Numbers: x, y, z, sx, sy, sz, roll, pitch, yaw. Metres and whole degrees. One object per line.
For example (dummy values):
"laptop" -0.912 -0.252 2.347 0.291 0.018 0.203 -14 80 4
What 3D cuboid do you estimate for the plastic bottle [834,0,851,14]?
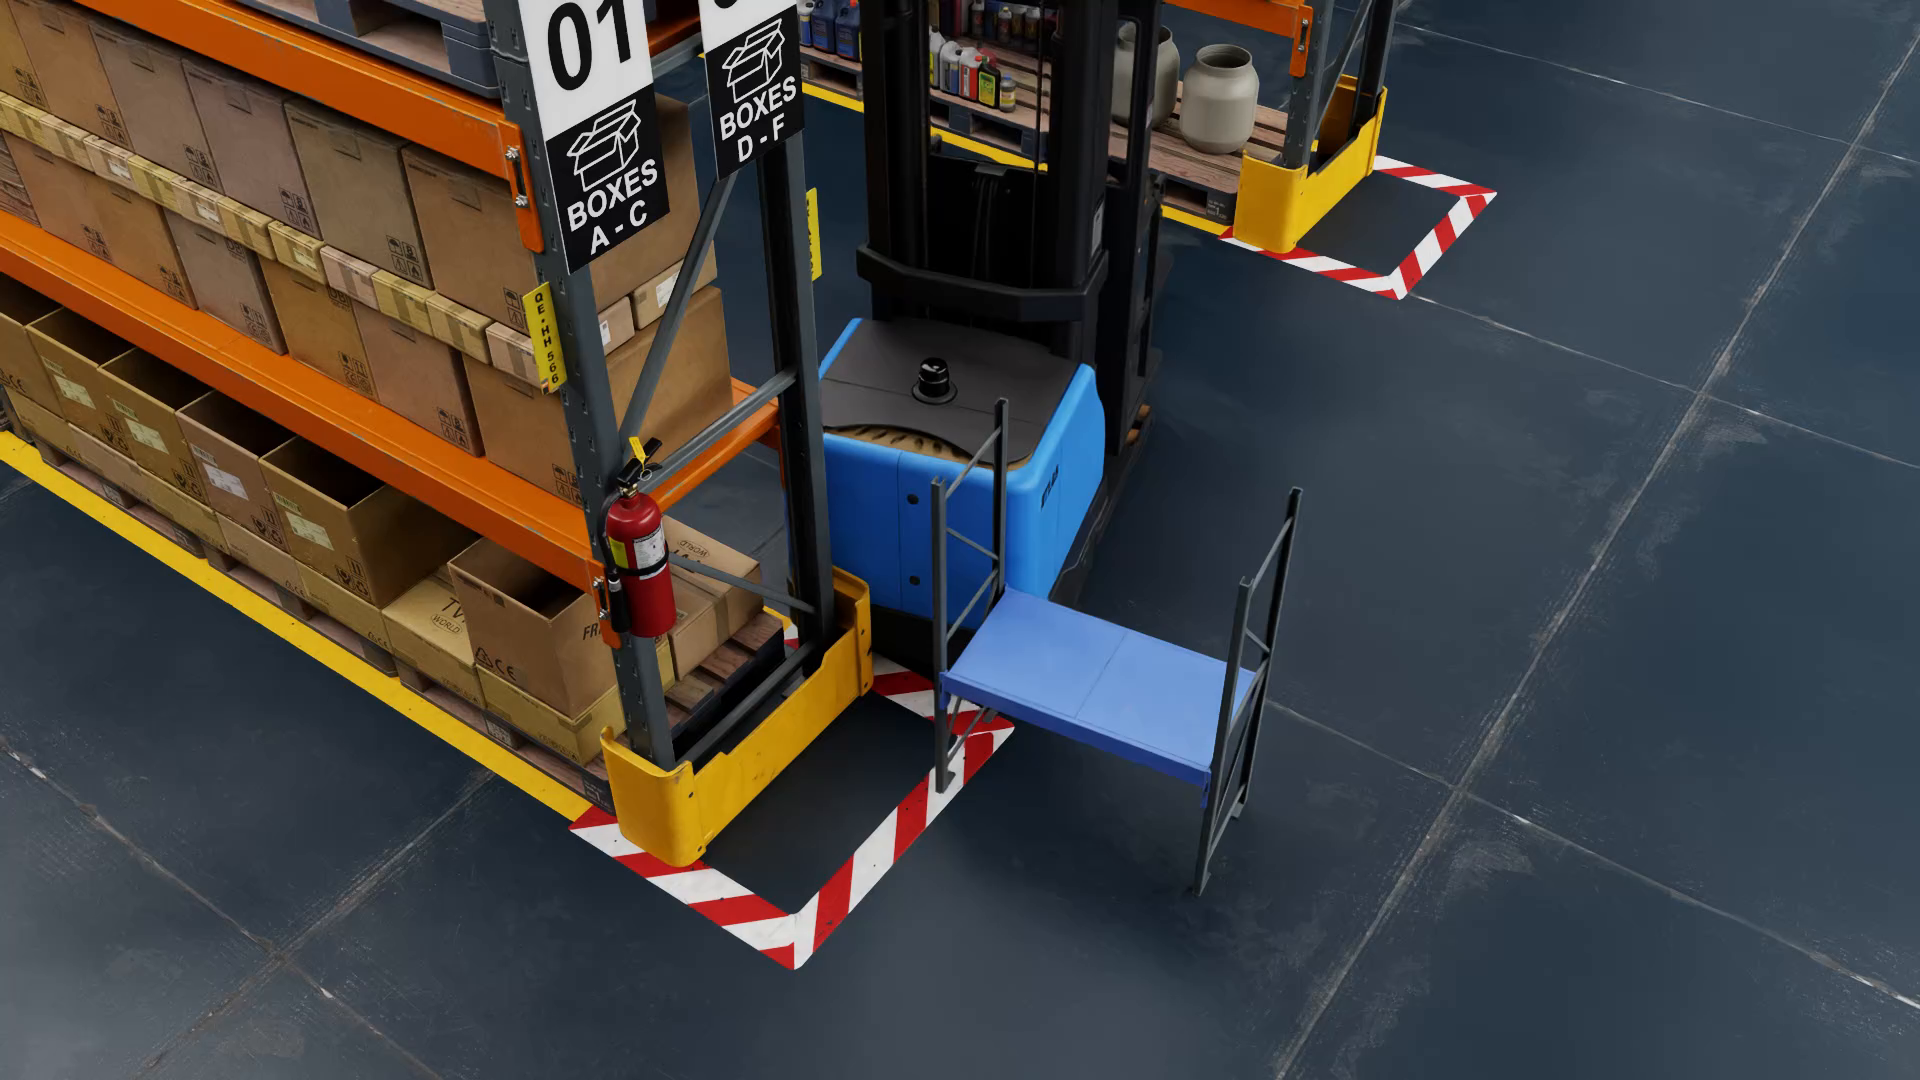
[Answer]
"plastic bottle" -0.736 -3.278 10.320 0.185 0.351 0.144 25 48 25

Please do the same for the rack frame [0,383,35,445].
"rack frame" -4.088 -1.855 7.074 0.127 3.000 1.000 25 48 25

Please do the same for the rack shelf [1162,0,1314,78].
"rack shelf" 0.396 -3.524 9.478 4.000 0.370 1.077 25 48 25

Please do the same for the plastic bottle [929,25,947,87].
"plastic bottle" -0.164 -2.893 9.890 0.185 0.351 0.144 27 48 27

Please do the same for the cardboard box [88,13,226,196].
"cardboard box" -2.489 -1.633 5.778 0.500 0.500 0.700 25 48 25

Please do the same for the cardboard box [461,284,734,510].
"cardboard box" -1.188 -0.547 5.536 0.500 0.500 0.700 25 48 25

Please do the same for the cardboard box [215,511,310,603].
"cardboard box" -2.657 -0.067 6.823 0.500 0.250 0.500 25 48 25

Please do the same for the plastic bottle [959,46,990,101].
"plastic bottle" 0.088 -2.751 9.787 0.135 0.276 0.152 25 48 26

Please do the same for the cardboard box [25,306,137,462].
"cardboard box" -3.475 -0.731 7.002 0.500 0.500 0.500 25 48 25

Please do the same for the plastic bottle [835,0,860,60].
"plastic bottle" -0.664 -3.127 10.152 0.185 0.351 0.144 23 47 24

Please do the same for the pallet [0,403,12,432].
"pallet" -4.714 -1.077 8.295 1.213 0.211 1.003 25 48 25

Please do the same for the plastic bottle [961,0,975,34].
"plastic bottle" 0.004 -3.356 10.464 0.135 0.276 0.152 26 48 26

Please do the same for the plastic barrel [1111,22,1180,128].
"plastic barrel" 1.041 -2.658 9.522 0.421 0.512 0.421 0 42 0

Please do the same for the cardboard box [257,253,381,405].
"cardboard box" -2.024 -0.938 5.974 0.500 0.500 0.700 25 48 26

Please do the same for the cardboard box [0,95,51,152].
"cardboard box" -3.346 -1.632 6.263 0.250 0.149 0.380 25 47 25

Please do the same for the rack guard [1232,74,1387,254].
"rack guard" 1.944 -2.098 9.220 0.348 0.500 1.175 25 48 25

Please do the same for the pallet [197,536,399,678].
"pallet" -2.458 -0.022 7.116 1.213 0.211 1.003 25 48 25

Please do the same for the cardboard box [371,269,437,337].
"cardboard box" -1.660 -0.842 5.380 0.250 0.149 0.380 24 47 25

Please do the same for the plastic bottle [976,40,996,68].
"plastic bottle" 0.148 -2.812 9.850 0.133 0.283 0.061 25 48 25

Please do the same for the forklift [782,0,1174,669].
"forklift" 0.277 -1.526 6.757 1.130 2.935 3.031 13 44 14

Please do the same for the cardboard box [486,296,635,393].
"cardboard box" -1.236 -0.645 5.160 0.250 0.149 0.380 24 47 25

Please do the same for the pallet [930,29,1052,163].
"pallet" 0.288 -2.772 10.190 1.213 0.211 1.003 25 48 25

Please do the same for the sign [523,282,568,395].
"sign" -1.136 -0.552 4.572 0.005 0.325 0.100 25 48 25

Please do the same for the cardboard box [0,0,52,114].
"cardboard box" -3.307 -2.017 6.206 0.500 0.500 0.700 25 47 25

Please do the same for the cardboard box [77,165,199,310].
"cardboard box" -2.877 -1.333 6.416 0.500 0.500 0.700 26 48 26

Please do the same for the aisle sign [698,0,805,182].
"aisle sign" -0.584 -1.434 4.654 0.004 0.787 0.394 25 48 25

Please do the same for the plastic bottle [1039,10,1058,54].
"plastic bottle" 0.553 -3.139 10.216 0.133 0.283 0.061 26 48 26

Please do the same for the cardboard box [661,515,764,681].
"cardboard box" -1.125 0.218 6.504 0.500 0.250 0.500 25 48 25

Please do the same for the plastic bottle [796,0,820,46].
"plastic bottle" -0.952 -3.237 10.330 0.135 0.276 0.152 27 48 27

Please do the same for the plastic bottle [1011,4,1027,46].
"plastic bottle" 0.366 -3.207 10.301 0.097 0.271 0.097 0 42 0

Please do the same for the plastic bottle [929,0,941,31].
"plastic bottle" -0.165 -3.357 10.460 0.133 0.283 0.061 25 48 25

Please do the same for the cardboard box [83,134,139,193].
"cardboard box" -2.922 -1.434 6.042 0.250 0.149 0.380 24 47 24

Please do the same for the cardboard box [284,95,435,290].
"cardboard box" -1.665 -1.249 5.348 0.500 0.500 0.700 24 47 24

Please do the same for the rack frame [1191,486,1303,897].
"rack frame" 0.941 0.544 5.518 0.032 1.500 0.500 19 45 20

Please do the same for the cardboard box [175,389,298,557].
"cardboard box" -2.659 -0.345 6.571 0.500 0.500 0.500 25 48 25

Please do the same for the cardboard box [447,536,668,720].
"cardboard box" -1.423 0.222 5.937 0.500 0.500 0.500 25 48 25

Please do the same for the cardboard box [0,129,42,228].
"cardboard box" -3.722 -1.726 6.854 0.500 0.500 0.700 24 47 24

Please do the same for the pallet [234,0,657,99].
"pallet" -1.378 -1.693 4.710 1.213 0.211 1.003 25 48 25

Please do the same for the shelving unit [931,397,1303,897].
"shelving unit" 0.488 0.390 5.689 1.048 1.500 0.538 19 45 20

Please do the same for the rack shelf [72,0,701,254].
"rack shelf" -2.451 -1.939 5.458 4.000 0.370 1.077 25 48 25

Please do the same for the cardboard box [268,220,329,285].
"cardboard box" -2.080 -1.040 5.601 0.250 0.149 0.380 27 48 27

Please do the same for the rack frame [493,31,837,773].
"rack frame" -0.814 -0.324 5.362 0.127 3.000 1.000 25 48 25

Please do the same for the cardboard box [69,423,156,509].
"cardboard box" -3.476 -0.450 7.250 0.500 0.250 0.500 25 48 25

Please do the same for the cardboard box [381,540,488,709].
"cardboard box" -1.839 0.316 6.395 0.500 0.250 0.500 25 48 25

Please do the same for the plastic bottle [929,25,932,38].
"plastic bottle" -0.252 -3.027 10.096 0.135 0.276 0.152 25 48 25

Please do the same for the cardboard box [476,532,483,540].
"cardboard box" -1.945 -0.163 6.930 0.500 0.250 0.500 25 48 25

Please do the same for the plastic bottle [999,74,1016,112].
"plastic bottle" 0.278 -2.611 9.688 0.097 0.201 0.097 0 42 0

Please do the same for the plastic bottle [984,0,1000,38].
"plastic bottle" 0.200 -3.285 10.388 0.097 0.271 0.097 0 42 0

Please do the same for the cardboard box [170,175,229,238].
"cardboard box" -2.507 -1.238 5.822 0.250 0.149 0.380 24 47 25
